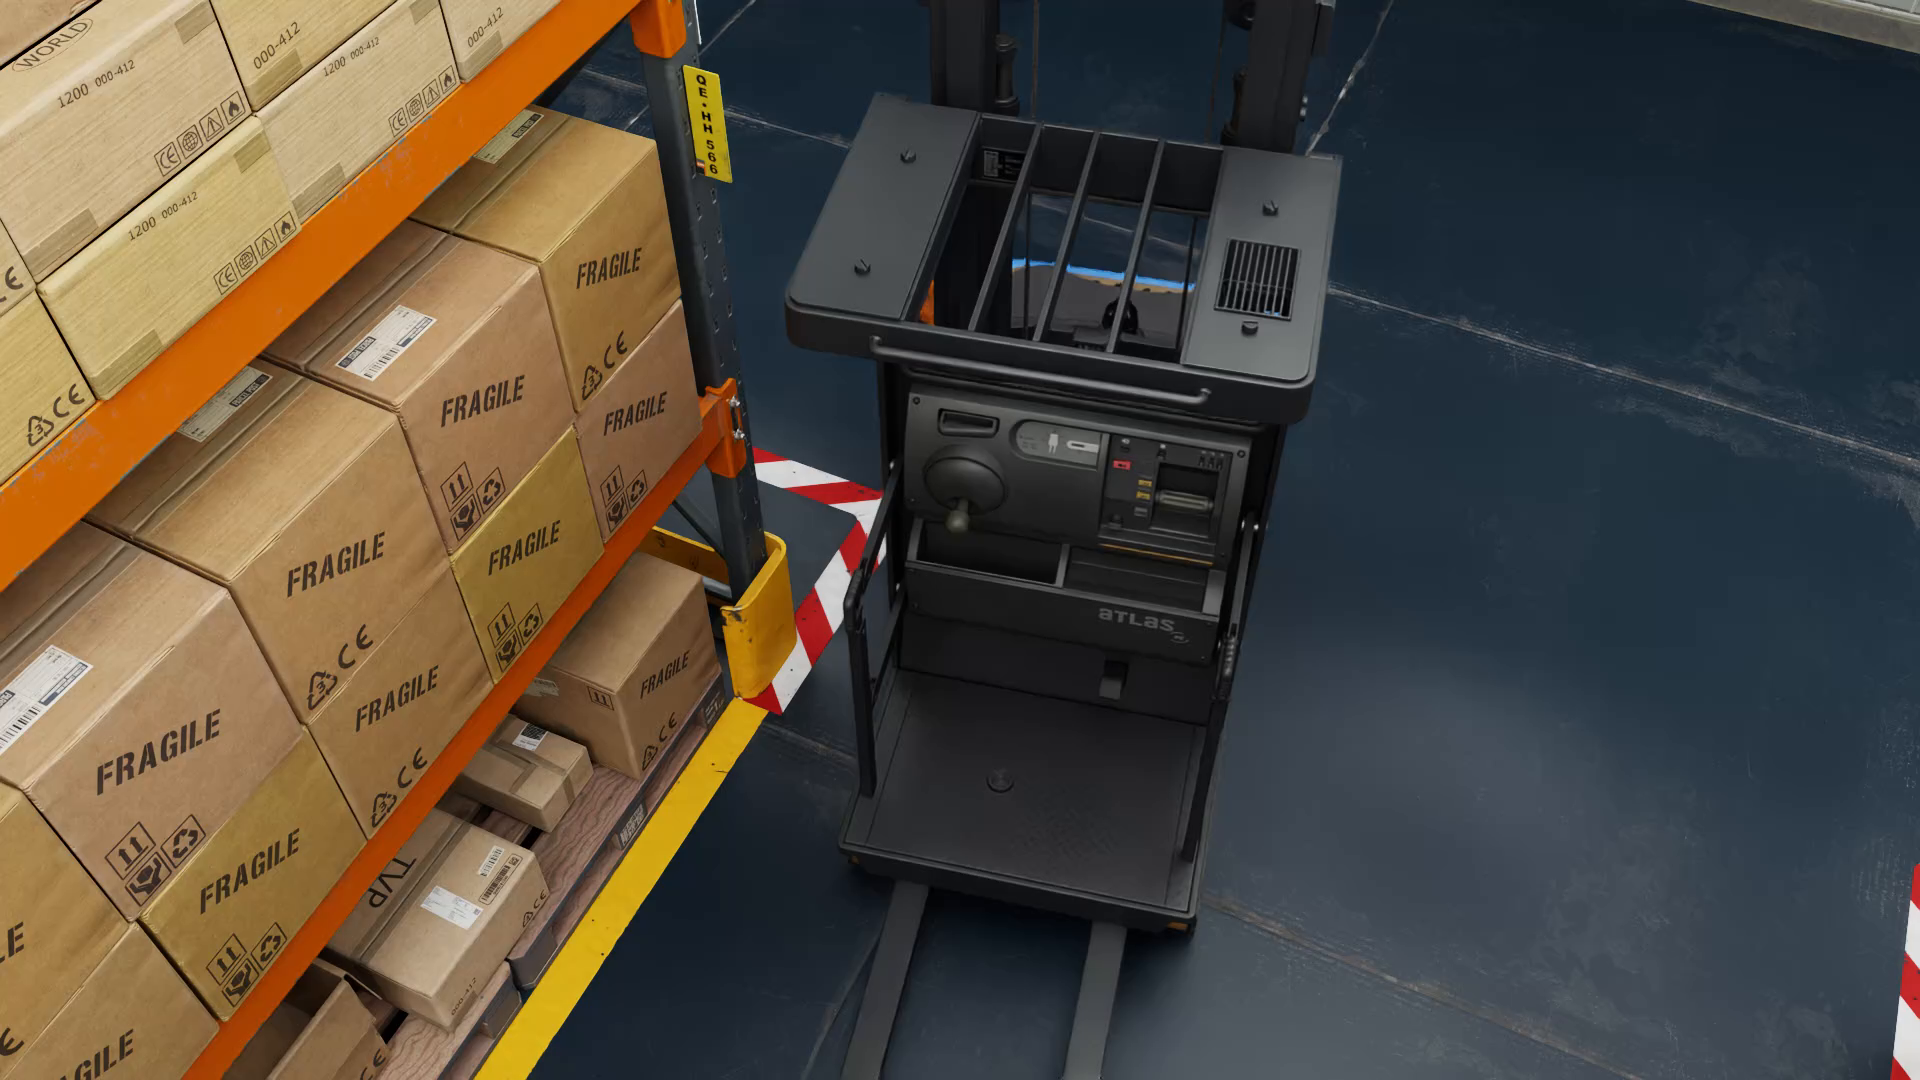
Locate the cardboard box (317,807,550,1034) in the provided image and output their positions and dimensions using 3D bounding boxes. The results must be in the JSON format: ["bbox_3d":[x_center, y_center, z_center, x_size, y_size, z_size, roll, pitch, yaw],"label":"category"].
[{"bbox_3d":[-1.572,1.083,4.875,0.500,0.250,0.500,20,52,16],"label":"cardboard box"}]

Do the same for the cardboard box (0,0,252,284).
[{"bbox_3d":[-1.549,-0.726,2.699,0.500,0.250,0.500,20,52,16],"label":"cardboard box"}]

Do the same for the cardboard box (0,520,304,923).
[{"bbox_3d":[-1.723,0.335,3.273,0.500,0.500,0.500,21,53,17],"label":"cardboard box"}]

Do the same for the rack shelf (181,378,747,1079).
[{"bbox_3d":[-1.984,0.846,4.033,1.077,0.370,4.000,20,52,16],"label":"rack shelf"}]

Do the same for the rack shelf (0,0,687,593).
[{"bbox_3d":[-1.984,-0.126,2.891,1.077,0.370,4.000,20,52,16],"label":"rack shelf"}]

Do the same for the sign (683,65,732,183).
[{"bbox_3d":[-0.636,-1.048,4.204,0.100,0.325,0.005,20,52,16],"label":"sign"}]

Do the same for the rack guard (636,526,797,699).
[{"bbox_3d":[-1.162,0.098,5.838,1.175,0.500,0.348,20,52,16],"label":"rack guard"}]

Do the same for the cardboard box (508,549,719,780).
[{"bbox_3d":[-1.139,0.358,5.329,0.500,0.500,0.500,20,52,16],"label":"cardboard box"}]

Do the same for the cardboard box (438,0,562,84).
[{"bbox_3d":[-1.111,-1.248,3.472,0.500,0.250,0.500,20,52,16],"label":"cardboard box"}]

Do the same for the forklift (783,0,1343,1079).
[{"bbox_3d":[0.261,-0.059,4.375,1.130,2.935,3.031,10,50,8],"label":"forklift"}]

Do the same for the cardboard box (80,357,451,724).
[{"bbox_3d":[-1.504,-0.018,3.574,0.500,0.500,0.500,21,53,17],"label":"cardboard box"}]

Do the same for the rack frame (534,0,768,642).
[{"bbox_3d":[-1.130,-0.764,4.931,1.000,3.000,0.127,20,52,16],"label":"rack frame"}]

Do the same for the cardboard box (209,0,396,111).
[{"bbox_3d":[-1.332,-1.069,2.991,0.500,0.250,0.500,20,52,16],"label":"cardboard box"}]

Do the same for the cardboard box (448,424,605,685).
[{"bbox_3d":[-1.293,-0.041,4.250,0.500,0.500,0.500,20,53,16],"label":"cardboard box"}]

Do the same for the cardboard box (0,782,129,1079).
[{"bbox_3d":[-1.943,0.691,2.970,0.500,0.500,0.500,18,52,15],"label":"cardboard box"}]

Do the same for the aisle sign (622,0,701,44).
[{"bbox_3d":[-0.824,-1.554,3.896,0.394,0.787,0.004,20,52,16],"label":"aisle sign"}]

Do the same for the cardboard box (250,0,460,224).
[{"bbox_3d":[-1.334,-0.908,3.182,0.500,0.250,0.500,20,52,16],"label":"cardboard box"}]

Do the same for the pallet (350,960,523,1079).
[{"bbox_3d":[-2.024,1.578,4.769,1.003,0.211,1.213,20,52,16],"label":"pallet"}]

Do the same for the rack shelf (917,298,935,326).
[{"bbox_3d":[-0.008,-0.821,5.904,0.180,0.103,0.258,28,55,22],"label":"rack shelf"}]

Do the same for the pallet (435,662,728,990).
[{"bbox_3d":[-1.502,0.741,5.481,1.003,0.211,1.213,20,52,16],"label":"pallet"}]

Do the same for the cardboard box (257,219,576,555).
[{"bbox_3d":[-1.286,-0.377,3.879,0.500,0.500,0.500,21,53,17],"label":"cardboard box"}]

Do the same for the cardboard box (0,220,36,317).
[{"bbox_3d":[-1.757,-0.379,2.404,0.500,0.250,0.500,20,52,16],"label":"cardboard box"}]

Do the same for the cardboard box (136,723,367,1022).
[{"bbox_3d":[-1.727,0.647,3.664,0.500,0.500,0.500,19,52,16],"label":"cardboard box"}]

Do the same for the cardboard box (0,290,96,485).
[{"bbox_3d":[-1.764,-0.220,2.597,0.500,0.250,0.500,20,52,16],"label":"cardboard box"}]

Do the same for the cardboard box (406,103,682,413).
[{"bbox_3d":[-1.071,-0.725,4.175,0.500,0.500,0.500,19,52,16],"label":"cardboard box"}]

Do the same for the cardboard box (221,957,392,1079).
[{"bbox_3d":[-2.041,1.361,4.473,0.797,0.503,0.637,20,52,16],"label":"cardboard box"}]

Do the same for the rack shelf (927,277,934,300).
[{"bbox_3d":[-0.008,-0.899,5.813,0.180,0.103,0.258,28,55,22],"label":"rack shelf"}]

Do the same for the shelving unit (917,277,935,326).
[{"bbox_3d":[-0.008,-0.694,6.053,0.189,1.200,0.258,28,55,22],"label":"shelving unit"}]

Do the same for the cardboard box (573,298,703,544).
[{"bbox_3d":[-1.075,-0.400,4.555,0.500,0.500,0.500,21,53,17],"label":"cardboard box"}]

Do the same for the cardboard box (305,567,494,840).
[{"bbox_3d":[-1.512,0.300,3.959,0.500,0.500,0.500,20,53,16],"label":"cardboard box"}]

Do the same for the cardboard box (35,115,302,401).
[{"bbox_3d":[-1.536,-0.559,2.885,0.500,0.250,0.500,20,52,16],"label":"cardboard box"}]

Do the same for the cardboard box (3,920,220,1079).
[{"bbox_3d":[-1.943,0.998,3.366,0.500,0.500,0.500,20,52,16],"label":"cardboard box"}]

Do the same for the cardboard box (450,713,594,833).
[{"bbox_3d":[-1.394,0.715,5.243,0.380,0.166,0.250,20,52,16],"label":"cardboard box"}]

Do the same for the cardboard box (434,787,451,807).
[{"bbox_3d":[-1.832,0.611,5.278,0.500,0.250,0.500,20,52,16],"label":"cardboard box"}]
